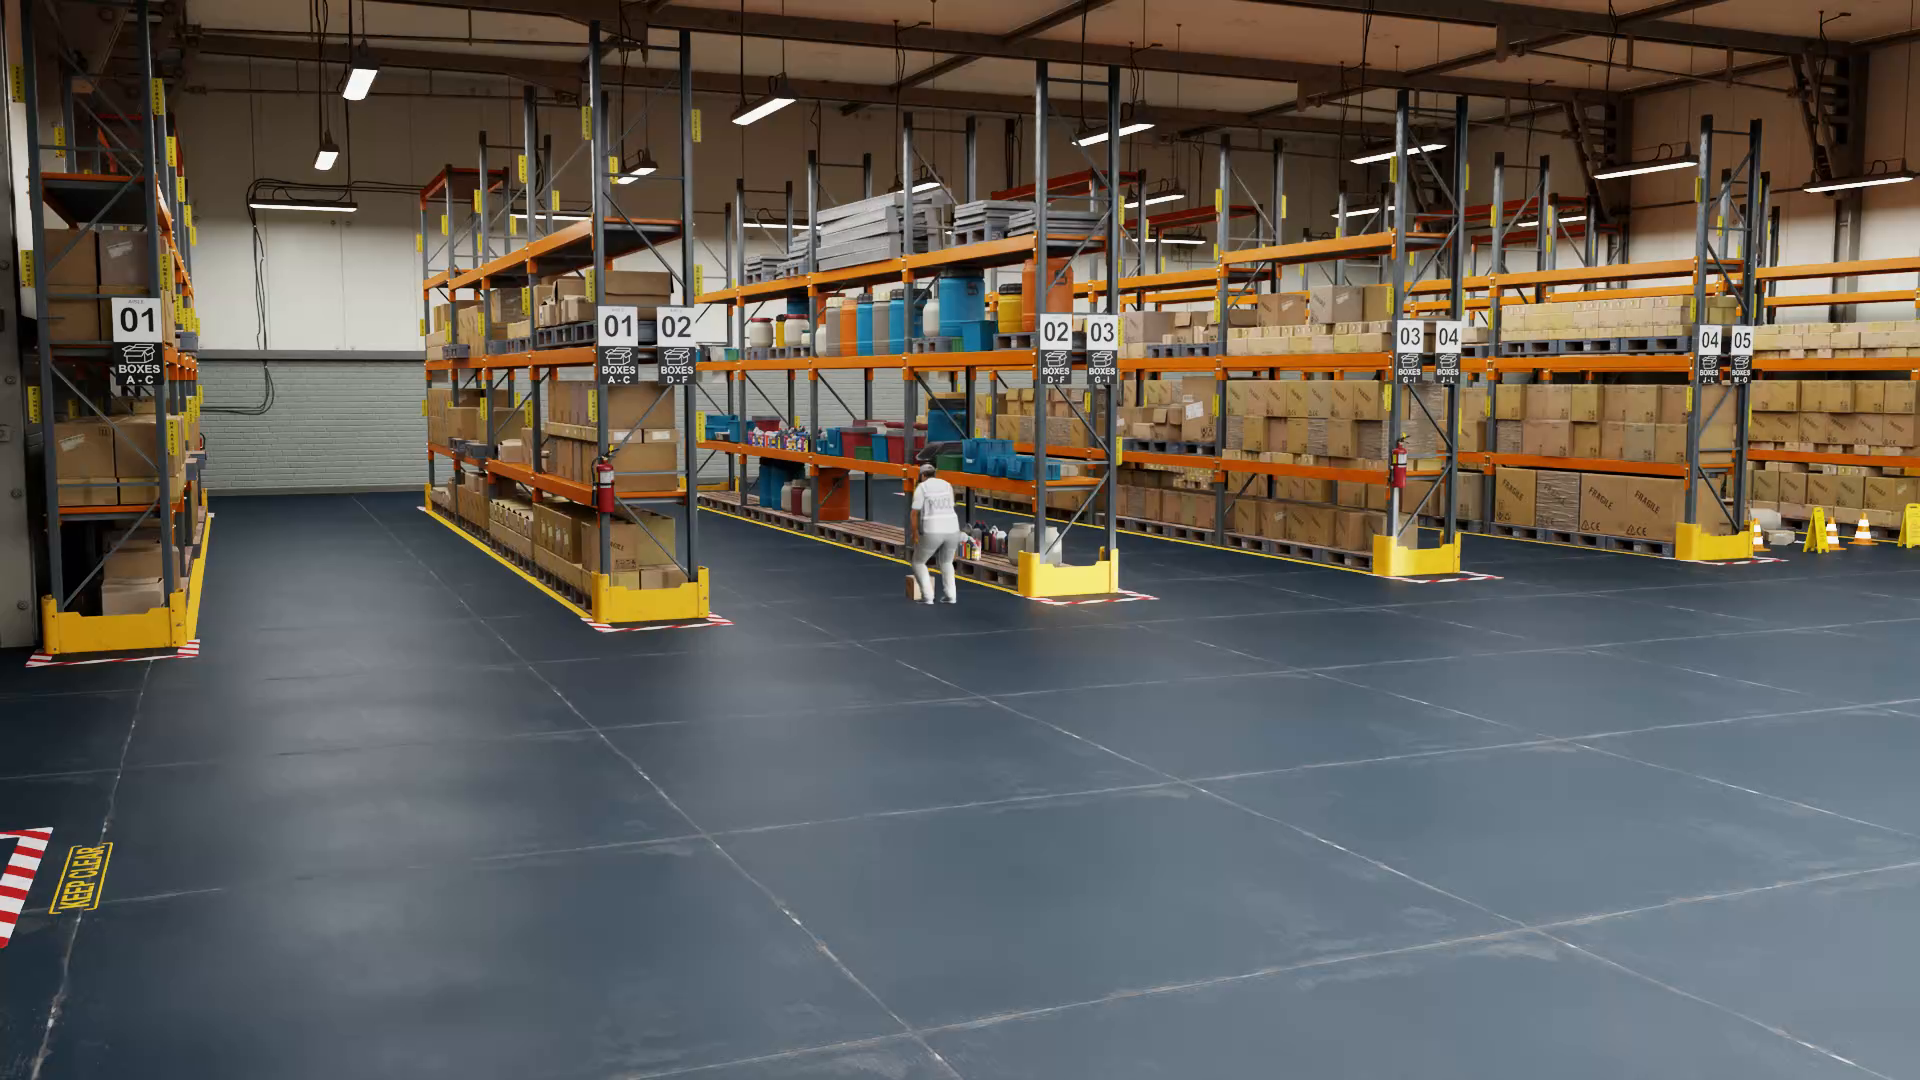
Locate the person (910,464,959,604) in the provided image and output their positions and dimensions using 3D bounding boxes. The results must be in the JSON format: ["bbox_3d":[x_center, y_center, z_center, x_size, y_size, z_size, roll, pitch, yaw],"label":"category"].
[{"bbox_3d":[-0.296,-0.058,18.314,0.519,1.541,0.591,-2,6,-23],"label":"person"}]
